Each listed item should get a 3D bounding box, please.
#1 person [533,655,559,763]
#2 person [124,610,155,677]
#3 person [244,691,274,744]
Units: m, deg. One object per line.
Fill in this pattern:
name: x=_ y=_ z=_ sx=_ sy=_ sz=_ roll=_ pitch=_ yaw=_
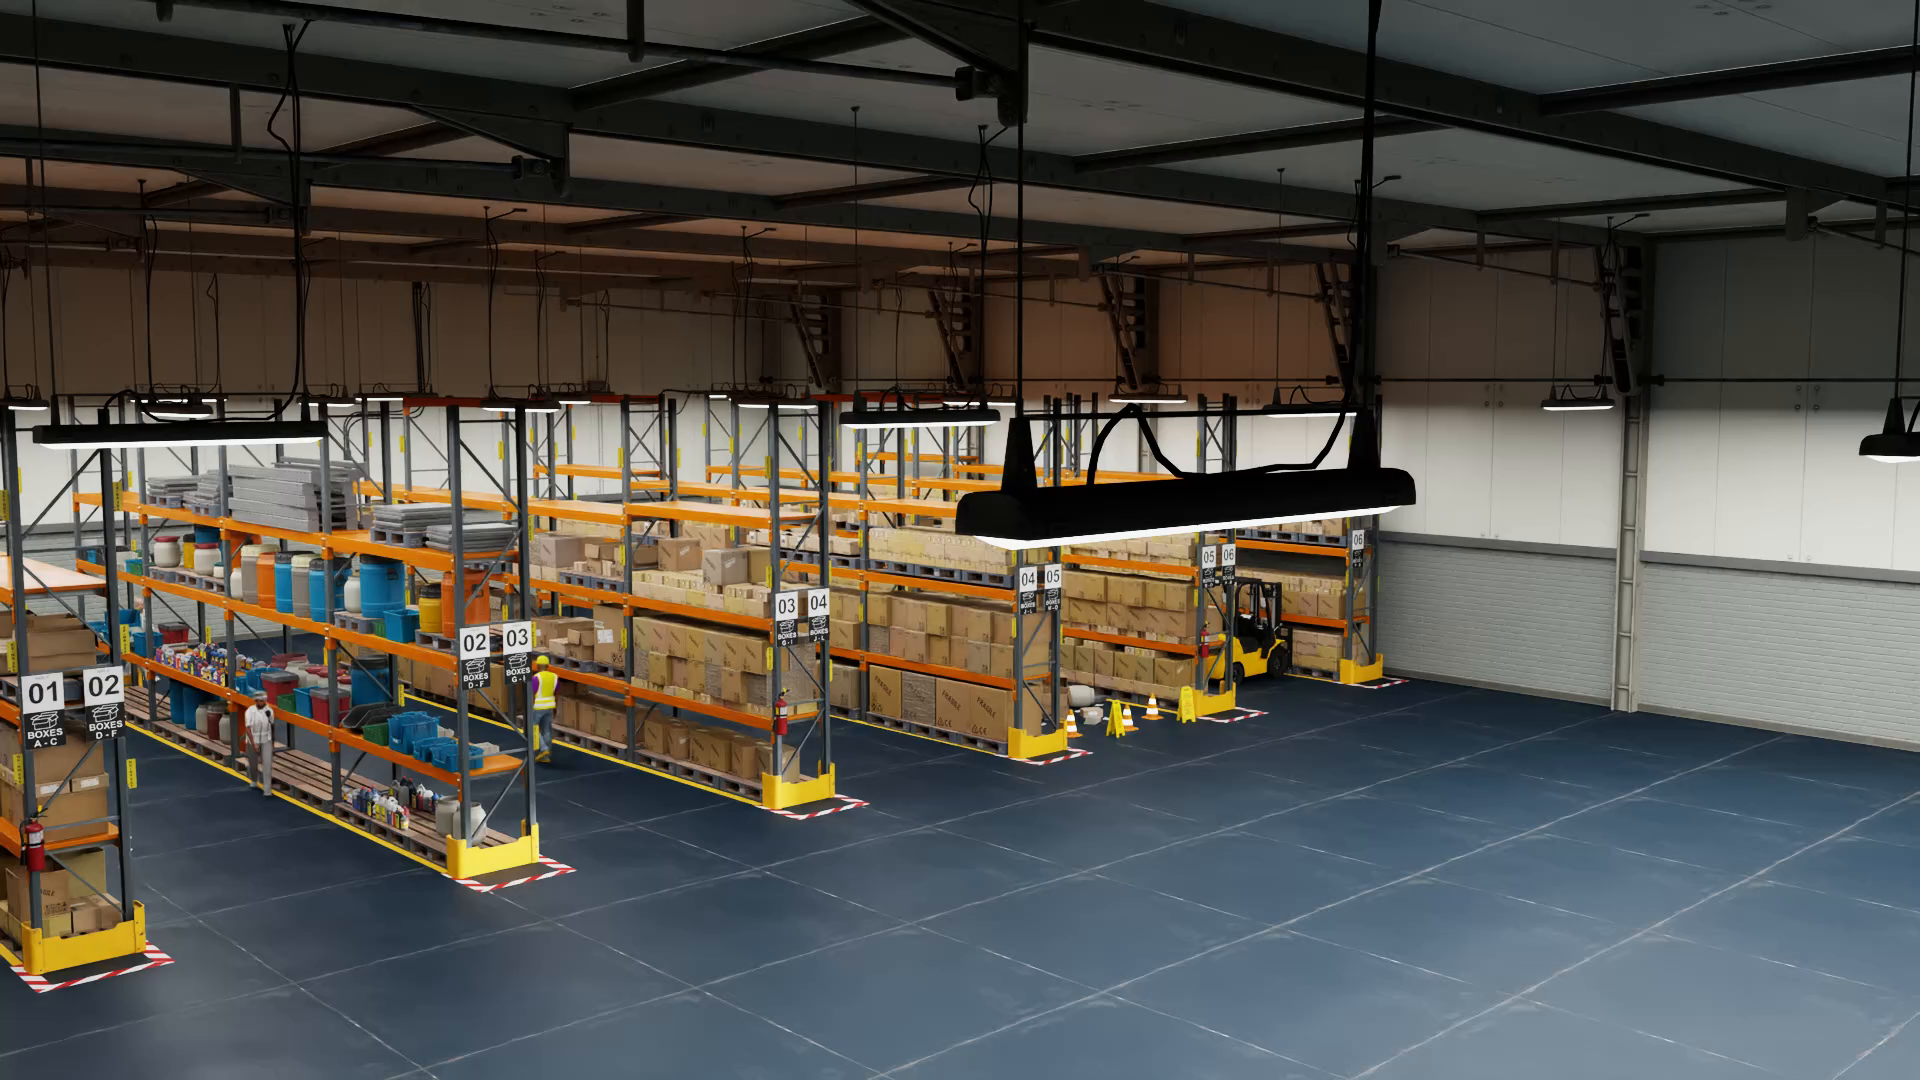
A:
person: x=-6.868 y=2.792 z=27.445 sx=0.478 sy=1.761 sz=0.603 roll=5 pitch=7 yaw=41
person: x=-17.243 y=2.148 z=34.915 sx=0.961 sy=1.444 sz=0.642 roll=2 pitch=6 yaw=19
person: x=-10.691 y=2.690 z=25.370 sx=0.426 sy=0.805 sz=0.356 roll=-3 pitch=6 yaw=-28
